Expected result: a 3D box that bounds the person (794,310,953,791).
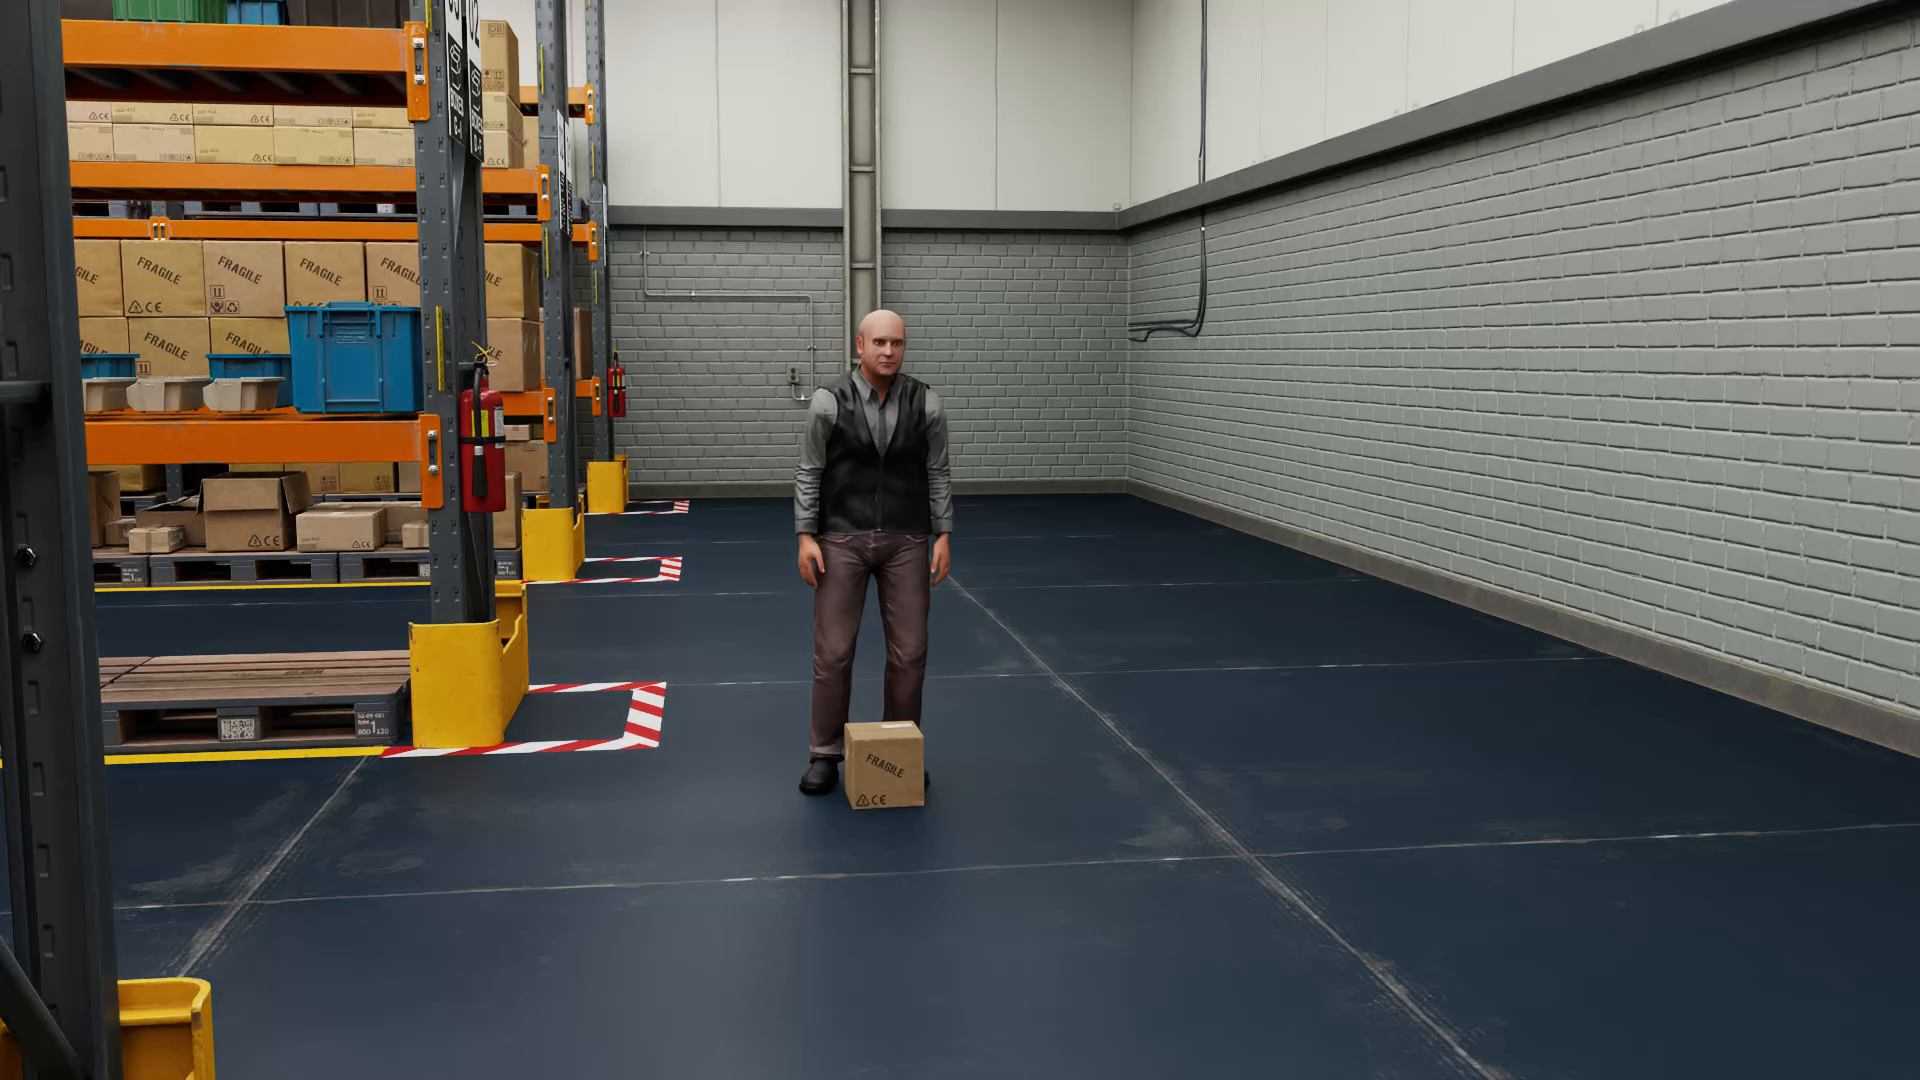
[{"bbox_3d":[-0.315,0.030,6.060,0.588,1.720,0.421,-1,7,-12],"label":"person"}]
